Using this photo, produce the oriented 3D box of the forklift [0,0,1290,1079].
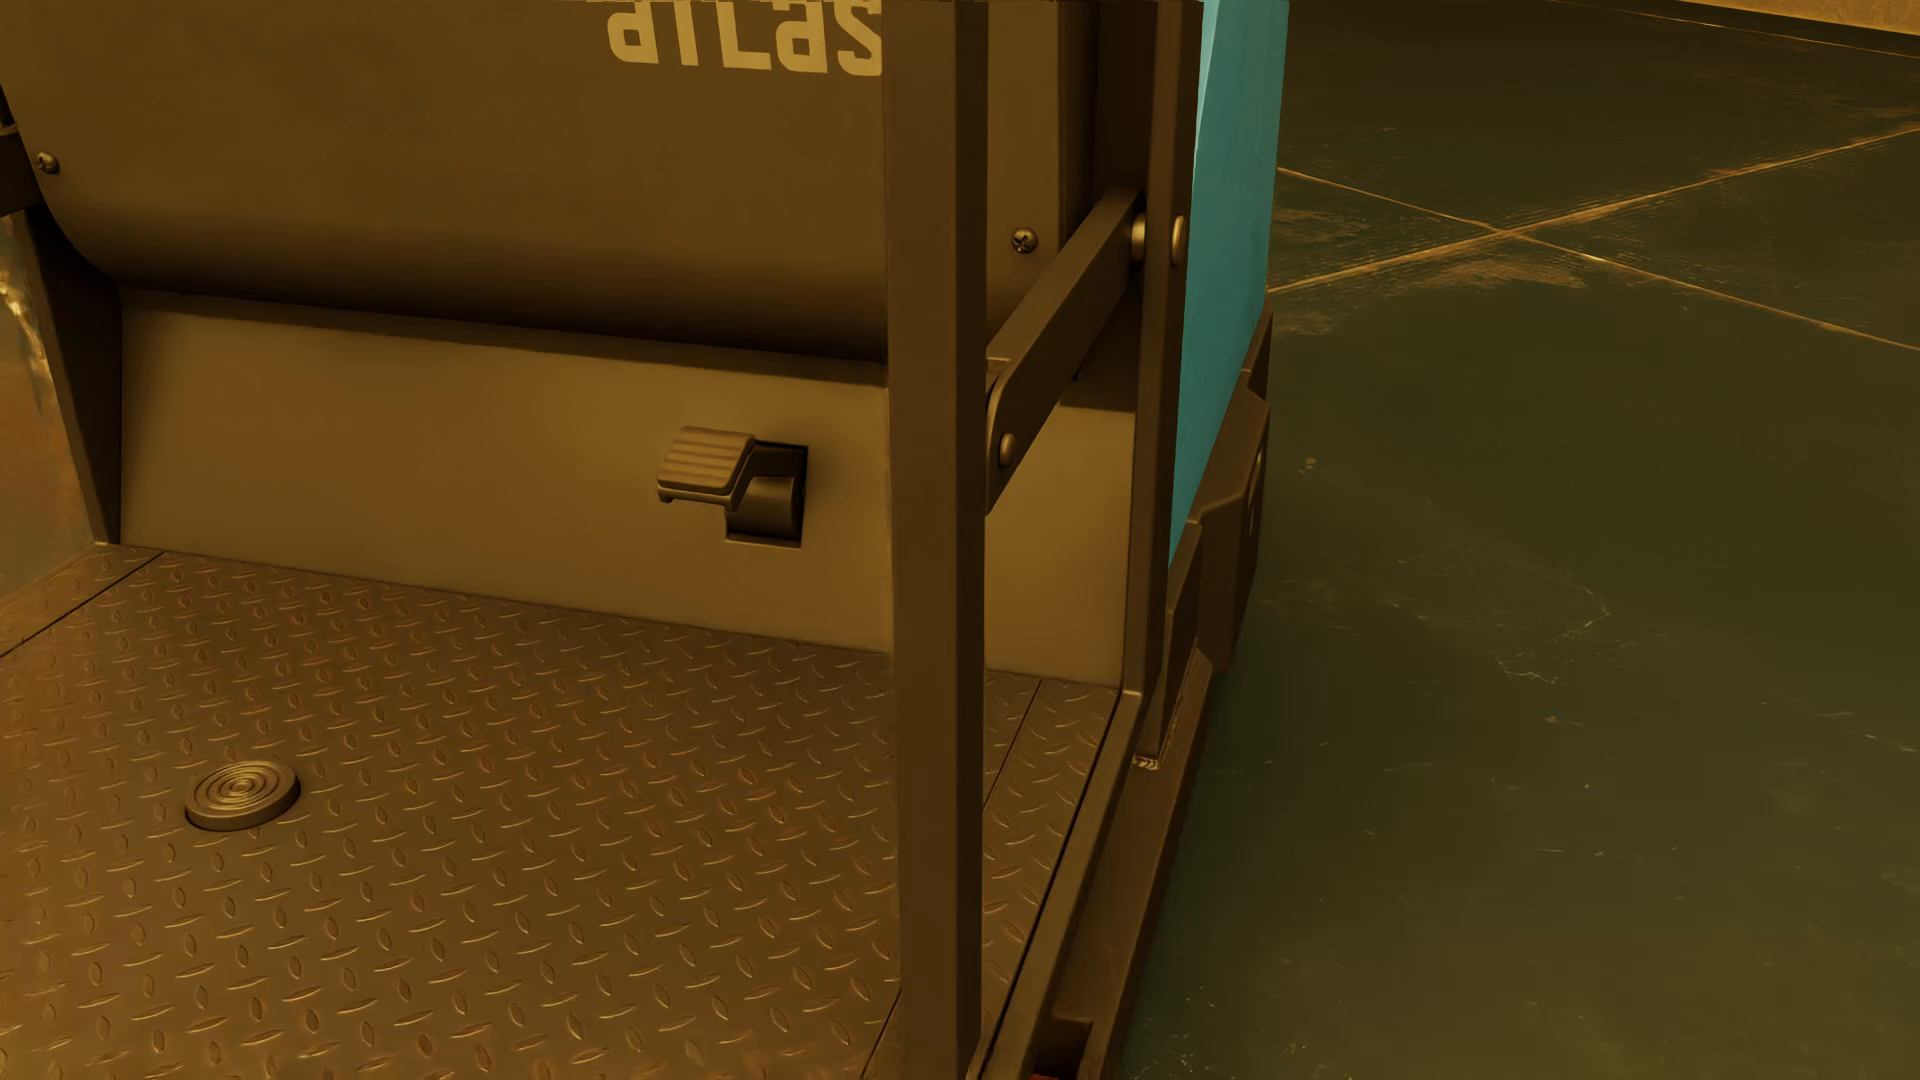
[{"bbox_3d":[-0.416,-0.834,0.895,1.130,2.935,3.031,7,28,14],"label":"forklift"}]
